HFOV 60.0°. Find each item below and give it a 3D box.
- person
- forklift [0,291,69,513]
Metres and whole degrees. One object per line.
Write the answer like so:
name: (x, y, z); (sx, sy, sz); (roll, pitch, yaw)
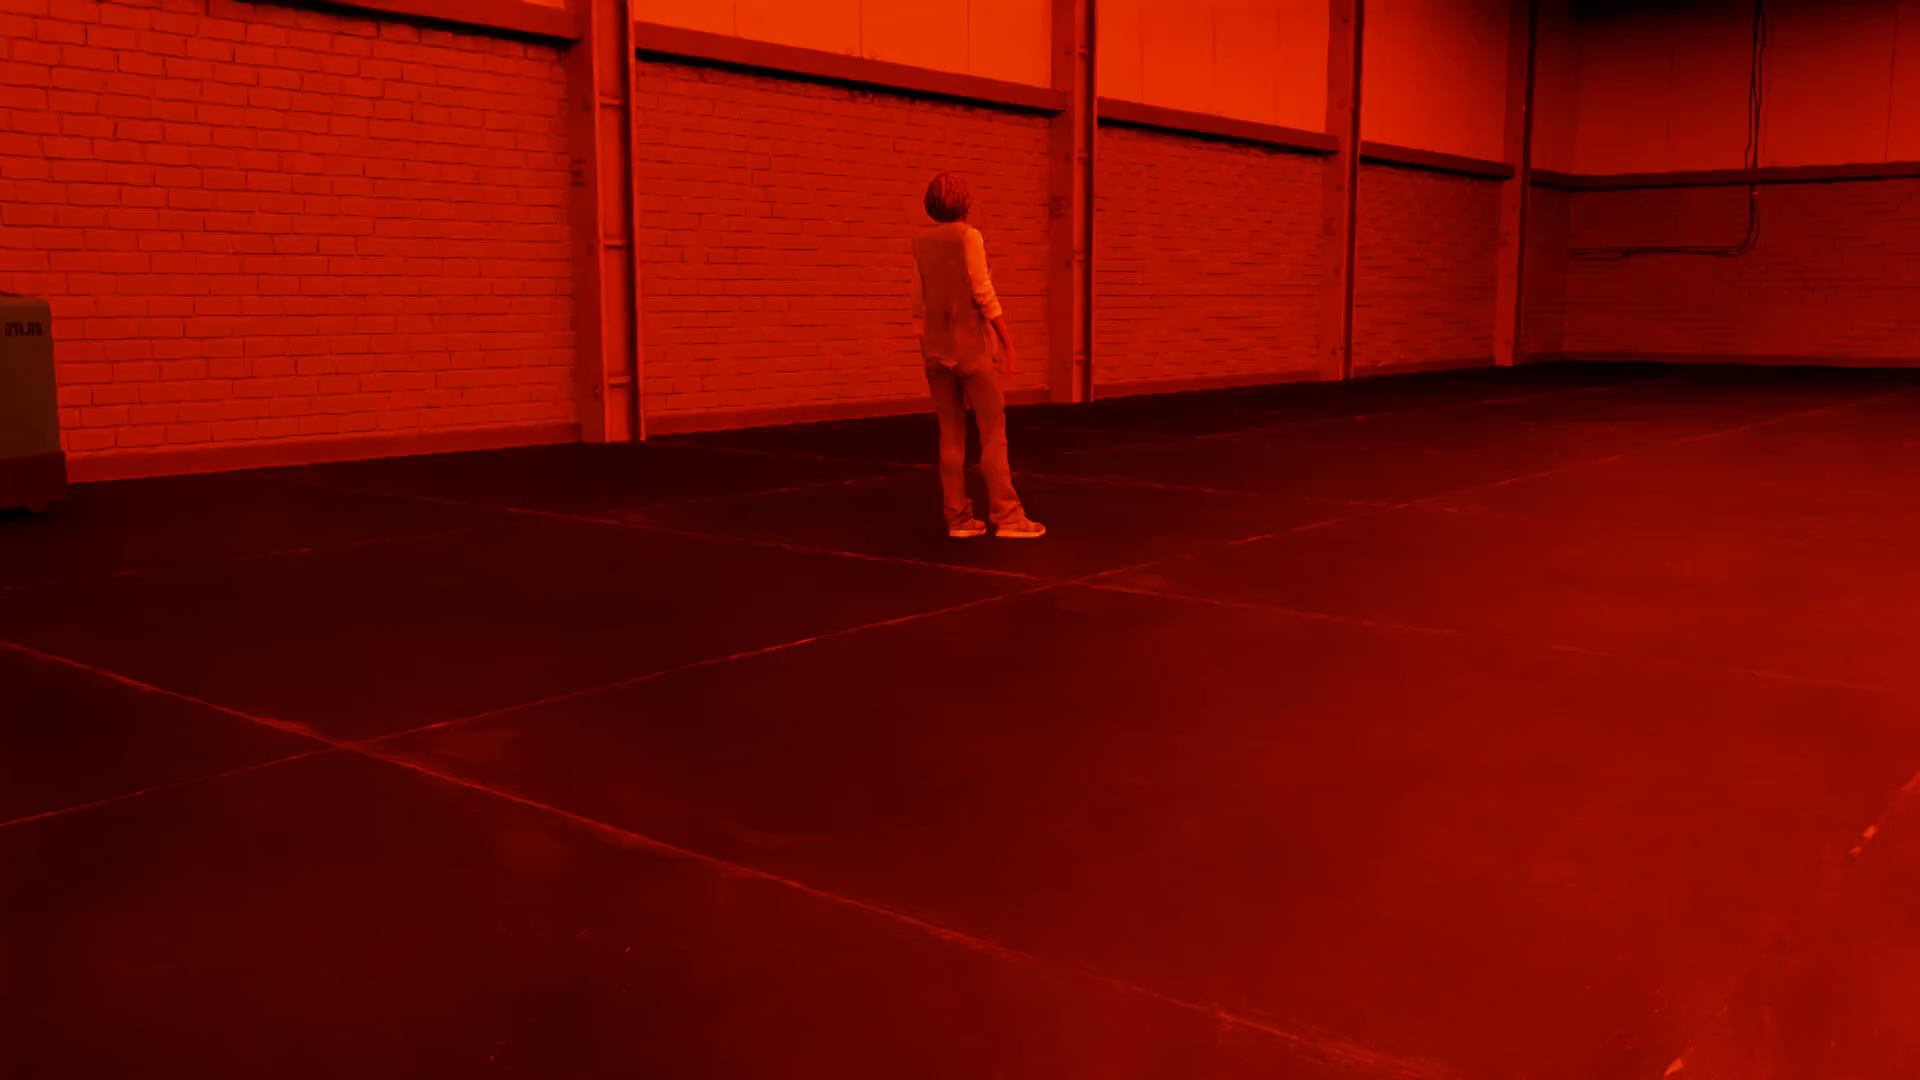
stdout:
person: (0.057, -0.804, 7.337); (0.521, 1.597, 0.474); (7, 11, 38)
forklift: (-5.406, -1.405, 6.884); (1.130, 2.935, 3.031); (3, 9, 19)
